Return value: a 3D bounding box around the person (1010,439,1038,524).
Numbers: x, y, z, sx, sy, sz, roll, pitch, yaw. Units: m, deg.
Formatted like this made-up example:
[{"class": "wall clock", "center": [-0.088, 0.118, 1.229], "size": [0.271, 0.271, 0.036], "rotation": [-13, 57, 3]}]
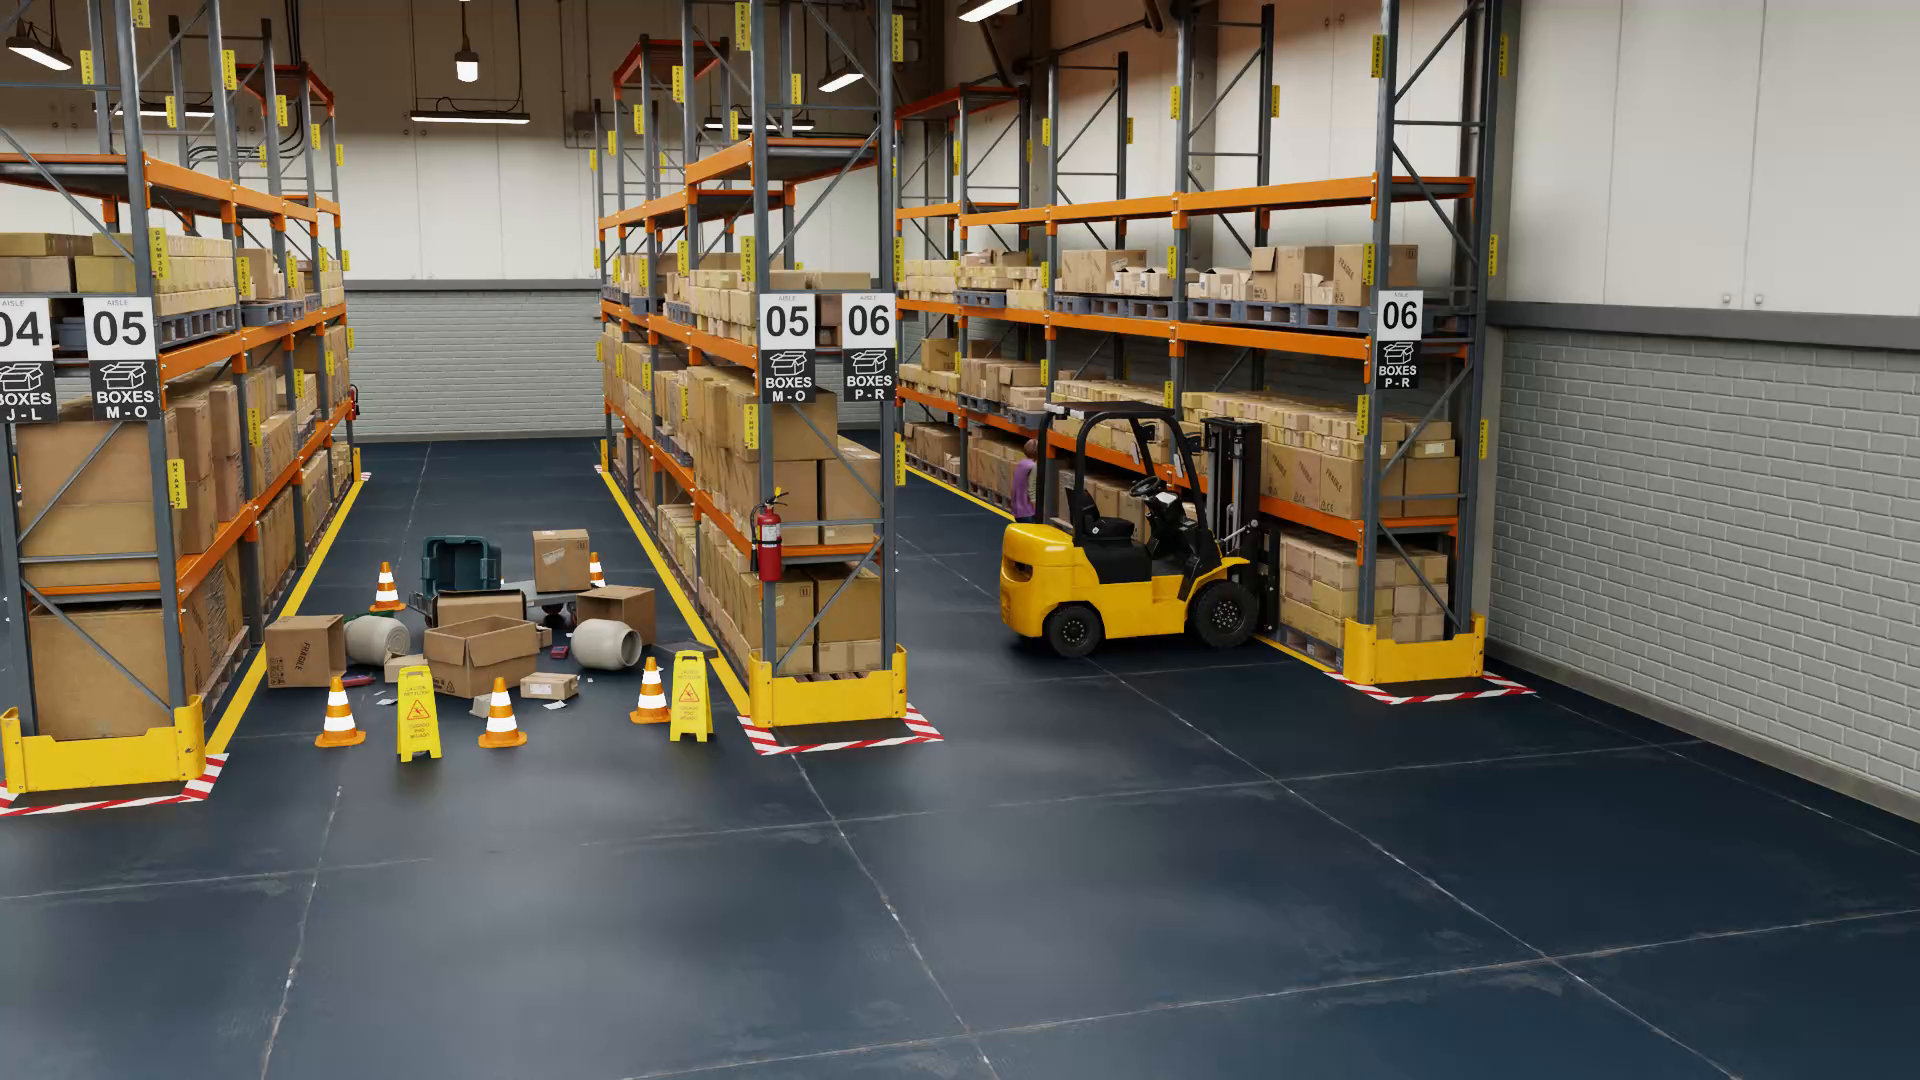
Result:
[{"class": "person", "center": [0.725, -0.267, 17.515], "size": [0.350, 1.592, 0.472], "rotation": [-3, 10, -19]}]
